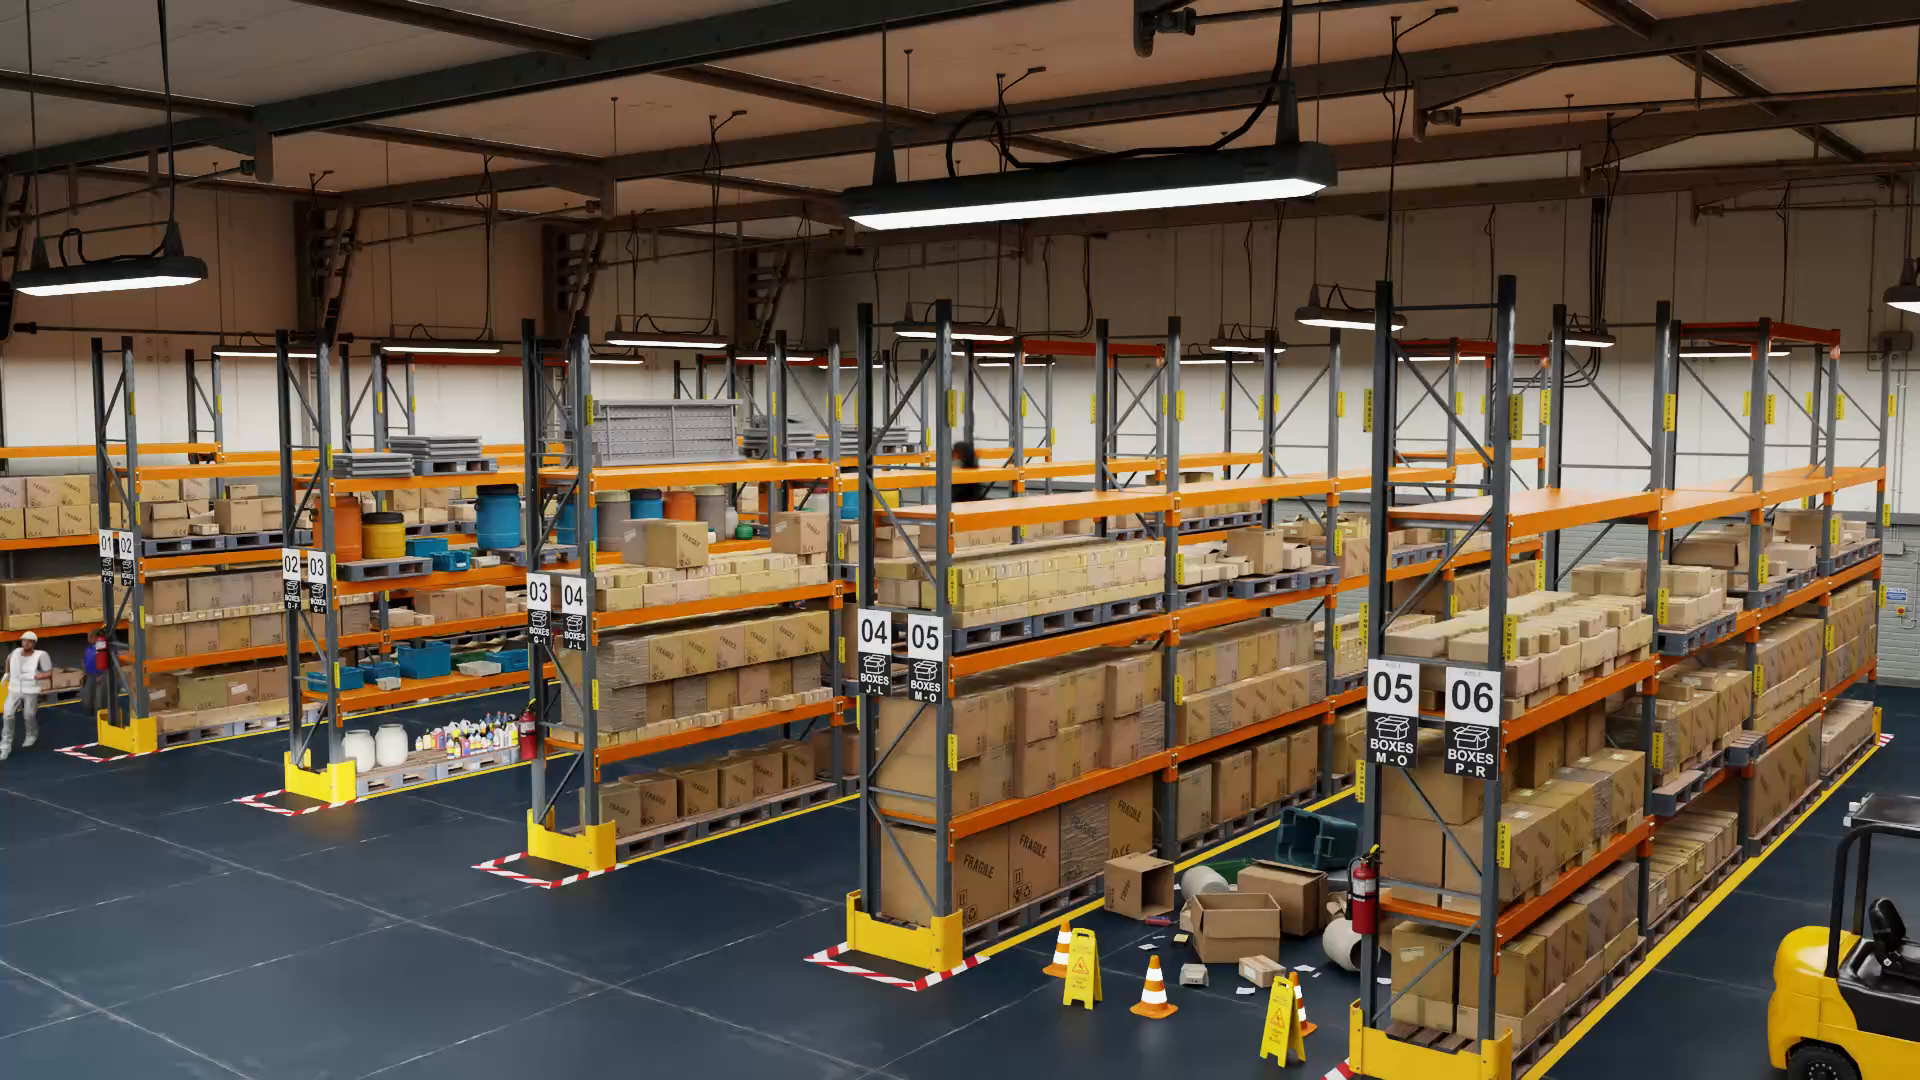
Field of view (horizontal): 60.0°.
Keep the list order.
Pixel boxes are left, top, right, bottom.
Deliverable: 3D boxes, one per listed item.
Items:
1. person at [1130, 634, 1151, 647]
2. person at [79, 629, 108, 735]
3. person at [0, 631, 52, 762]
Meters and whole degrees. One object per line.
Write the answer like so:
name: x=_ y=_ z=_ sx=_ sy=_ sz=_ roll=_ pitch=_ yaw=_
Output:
person: x=2.546 y=2.009 z=22.969 sx=0.673 sy=1.788 sz=0.791 roll=4 pitch=6 yaw=37
person: x=-13.145 y=2.177 z=25.478 sx=0.619 sy=1.637 sz=0.542 roll=2 pitch=5 yaw=18
person: x=-13.413 y=2.200 z=23.910 sx=0.715 sy=1.797 sz=0.911 roll=-1 pitch=5 yaw=-12
